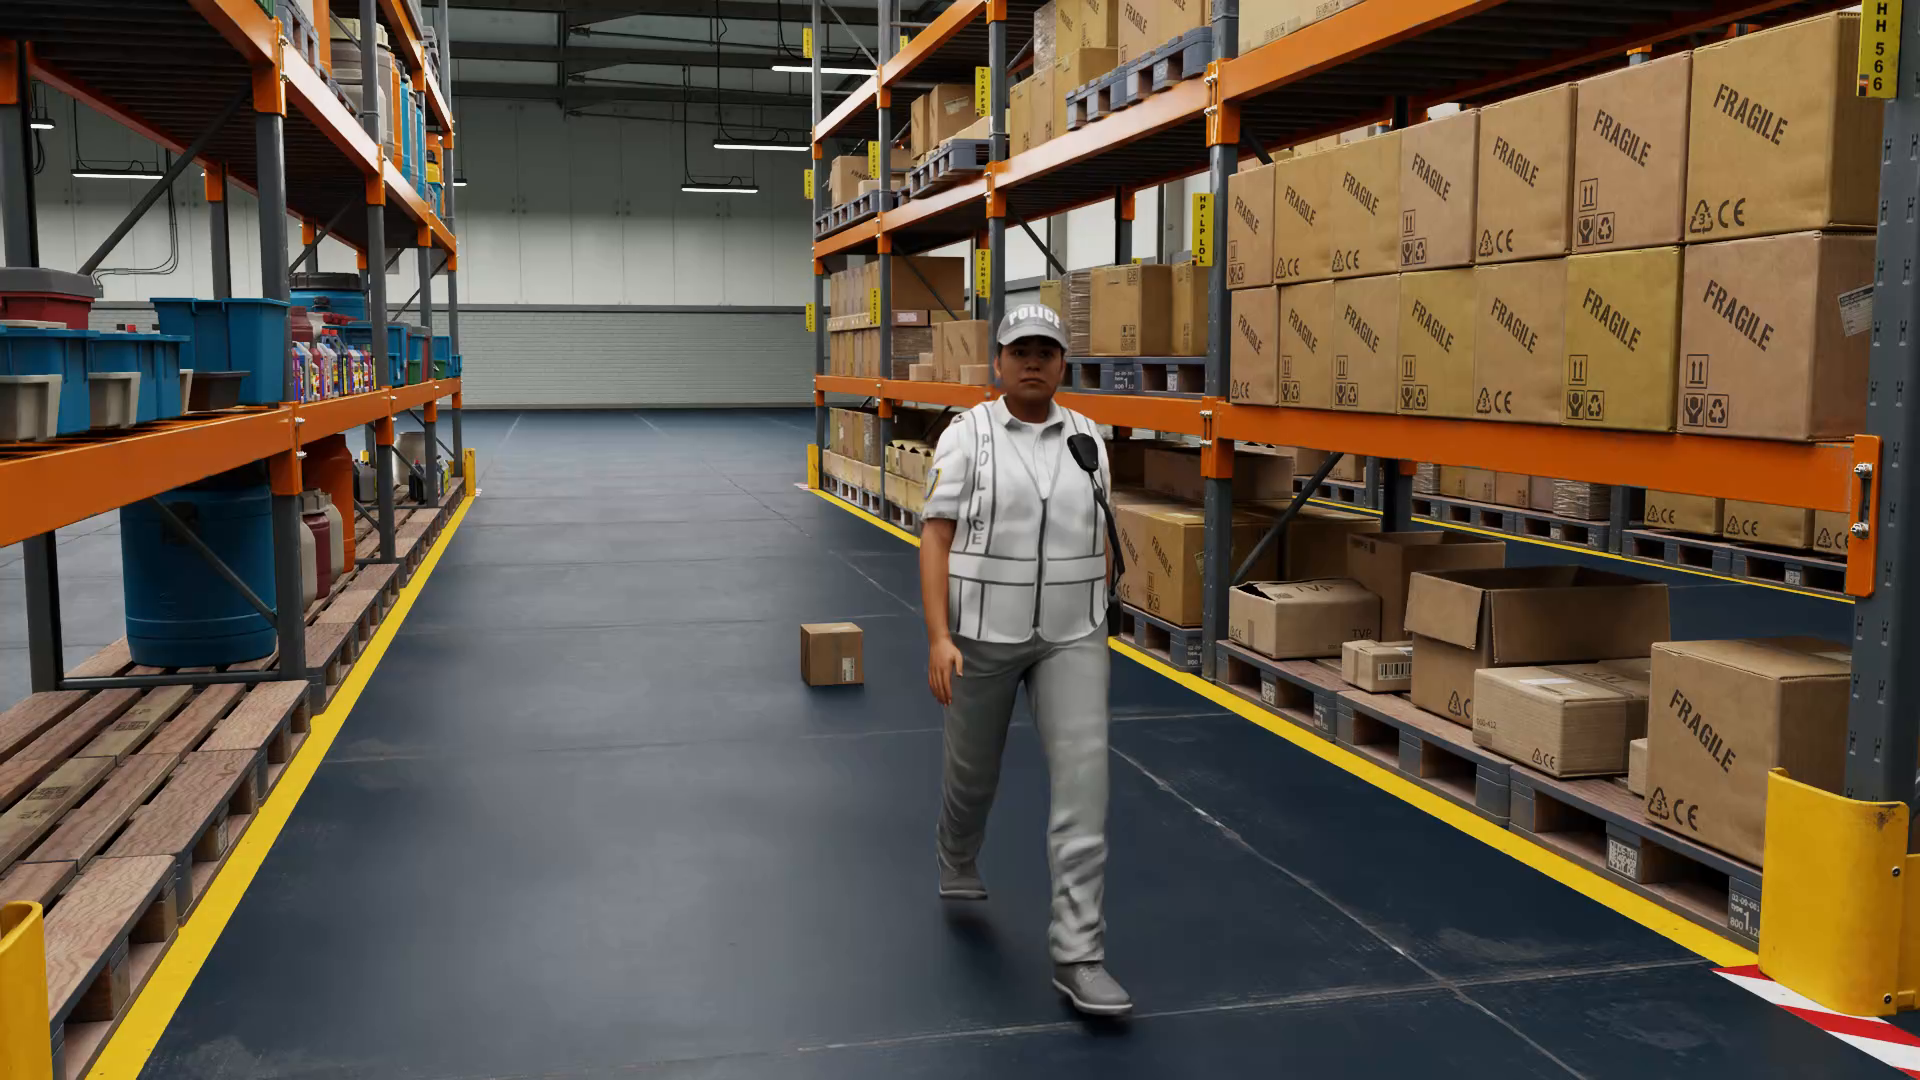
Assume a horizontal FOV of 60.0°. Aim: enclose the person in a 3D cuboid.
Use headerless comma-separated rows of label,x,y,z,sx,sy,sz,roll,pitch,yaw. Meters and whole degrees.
person,0.148,0.233,4.062,0.497,1.611,1.010,-1,6,-7
